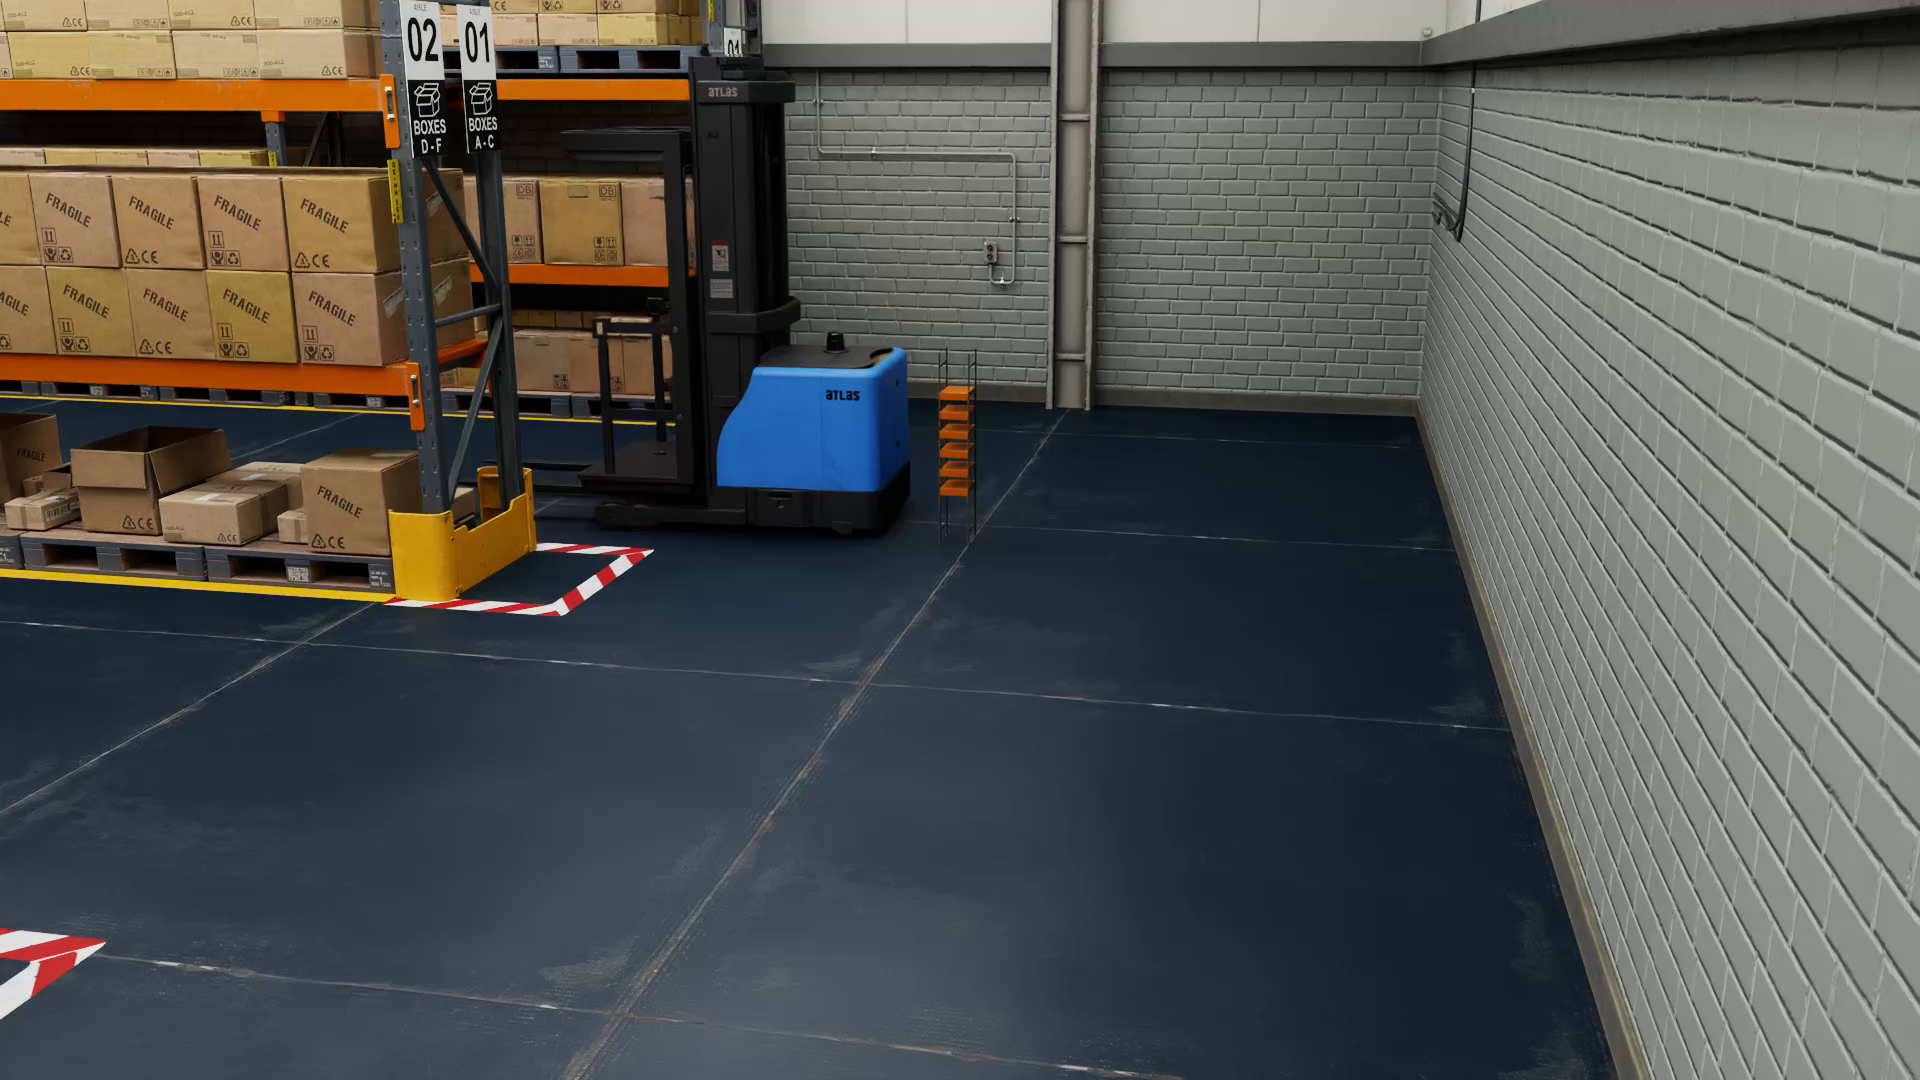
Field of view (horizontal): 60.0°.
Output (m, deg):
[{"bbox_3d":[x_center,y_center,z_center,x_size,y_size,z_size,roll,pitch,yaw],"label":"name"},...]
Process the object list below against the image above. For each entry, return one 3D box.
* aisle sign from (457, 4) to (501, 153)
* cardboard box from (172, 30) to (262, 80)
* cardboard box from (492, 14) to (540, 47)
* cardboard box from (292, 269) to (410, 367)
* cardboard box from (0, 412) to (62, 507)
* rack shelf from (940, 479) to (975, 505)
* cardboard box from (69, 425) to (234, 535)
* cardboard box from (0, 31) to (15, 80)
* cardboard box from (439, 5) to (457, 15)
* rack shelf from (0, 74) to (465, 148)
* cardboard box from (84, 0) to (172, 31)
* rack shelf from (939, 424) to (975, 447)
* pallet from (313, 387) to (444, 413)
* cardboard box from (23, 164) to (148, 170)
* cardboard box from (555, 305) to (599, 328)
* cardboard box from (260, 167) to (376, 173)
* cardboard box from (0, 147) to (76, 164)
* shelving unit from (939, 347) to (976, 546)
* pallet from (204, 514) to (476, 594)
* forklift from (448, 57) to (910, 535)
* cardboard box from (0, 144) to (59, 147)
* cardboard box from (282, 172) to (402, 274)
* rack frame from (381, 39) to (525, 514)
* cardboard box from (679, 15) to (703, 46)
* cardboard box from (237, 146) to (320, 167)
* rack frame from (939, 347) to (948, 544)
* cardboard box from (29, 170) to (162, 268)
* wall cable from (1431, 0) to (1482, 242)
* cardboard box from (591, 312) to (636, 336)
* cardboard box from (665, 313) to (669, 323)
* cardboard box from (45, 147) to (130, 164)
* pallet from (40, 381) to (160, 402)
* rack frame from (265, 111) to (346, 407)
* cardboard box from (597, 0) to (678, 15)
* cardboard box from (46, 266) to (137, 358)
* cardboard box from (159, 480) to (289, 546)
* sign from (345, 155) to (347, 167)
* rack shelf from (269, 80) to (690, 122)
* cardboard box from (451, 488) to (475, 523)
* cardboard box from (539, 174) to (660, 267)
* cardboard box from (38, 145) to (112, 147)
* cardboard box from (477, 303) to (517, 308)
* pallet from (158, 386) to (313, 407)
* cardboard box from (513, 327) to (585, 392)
[{"bbox_3d":[-2.693,-2.581,9.321,0.004,0.787,0.394,3,16,11],"label":"aisle sign"},{"bbox_3d":[-3.862,-2.616,8.980,0.500,0.250,0.500,3,16,11],"label":"cardboard box"},{"bbox_3d":[-3.627,-4.198,13.717,0.500,0.250,0.500,3,16,9],"label":"cardboard box"},{"bbox_3d":[-3.311,-1.256,9.220,0.500,0.500,0.500,4,16,13],"label":"cardboard box"},{"bbox_3d":[-6.123,-0.519,10.606,0.500,0.500,0.500,3,16,11],"label":"cardboard box"},{"bbox_3d":[-0.014,-0.305,10.411,0.180,0.103,0.258,3,16,11],"label":"rack shelf"},{"bbox_3d":[-4.896,-0.378,10.091,0.637,0.503,0.797,3,16,11],"label":"cardboard box"},{"bbox_3d":[-5.332,-2.696,9.268,0.500,0.250,0.500,3,16,11],"label":"cardboard box"},{"bbox_3d":[-4.122,-4.587,13.717,0.500,0.500,0.500,3,16,11],"label":"cardboard box"},{"bbox_3d":[-4.778,-2.460,9.484,4.000,0.370,1.077,3,16,11],"label":"rack shelf"},{"bbox_3d":[-4.352,-2.884,9.010,0.500,0.250,0.500,3,16,11],"label":"cardboard box"},{"bbox_3d":[-0.014,-0.652,10.314,0.180,0.103,0.258,3,16,11],"label":"rack shelf"},{"bbox_3d":[-5.025,-1.359,15.004,1.213,0.211,1.003,3,16,11],"label":"pallet"},{"bbox_3d":[-5.195,-1.985,9.980,0.500,0.500,0.500,3,16,12],"label":"cardboard box"},{"bbox_3d":[-3.370,-1.972,14.672,0.250,0.149,0.380,3,16,12],"label":"cardboard box"},{"bbox_3d":[-3.714,-1.904,9.685,0.500,0.500,0.500,3,16,12],"label":"cardboard box"},{"bbox_3d":[-8.263,-3.394,14.938,0.500,0.250,0.500,3,16,11],"label":"cardboard box"},{"bbox_3d":[-0.014,-0.579,10.335,0.189,1.200,0.258,3,16,11],"label":"shelving unit"},{"bbox_3d":[-3.674,0.043,9.943,1.213,0.211,1.003,3,16,11],"label":"pallet"},{"bbox_3d":[-1.904,-1.612,10.819,3.031,2.935,1.130,3,16,9],"label":"forklift"},{"bbox_3d":[-8.671,-3.555,15.518,0.500,0.250,0.500,3,16,9],"label":"cardboard box"},{"bbox_3d":[-3.309,-1.737,9.083,0.500,0.500,0.500,3,16,11],"label":"cardboard box"},{"bbox_3d":[-2.818,-1.255,9.404,0.127,3.000,1.000,3,16,11],"label":"rack frame"},{"bbox_3d":[-2.501,-4.278,14.005,0.500,0.250,0.500,4,16,14],"label":"cardboard box"},{"bbox_3d":[-6.154,-3.419,15.030,0.500,0.250,0.500,4,16,13],"label":"cardboard box"},{"bbox_3d":[-0.104,-0.584,10.352,0.006,1.200,0.240,3,16,11],"label":"rack frame"},{"bbox_3d":[-4.817,-1.817,9.373,0.500,0.500,0.500,4,16,13],"label":"cardboard box"},{"bbox_3d":[3.636,-3.552,12.273,0.112,2.526,3.097,3,16,11],"label":"wall cable"},{"bbox_3d":[-2.954,-1.845,14.215,0.250,0.149,0.380,4,16,13],"label":"cardboard box"},{"bbox_3d":[-2.378,-1.918,14.479,0.250,0.149,0.380,3,16,11],"label":"cardboard box"},{"bbox_3d":[-7.762,-3.368,14.846,0.500,0.250,0.500,3,16,10],"label":"cardboard box"},{"bbox_3d":[-7.725,-1.506,15.533,1.213,0.211,1.003,3,16,11],"label":"pallet"},{"bbox_3d":[-5.755,-2.764,14.851,0.127,3.000,1.000,3,16,11],"label":"rack frame"},{"bbox_3d":[-2.606,-4.504,13.416,0.500,0.500,0.500,3,16,11],"label":"cardboard box"},{"bbox_3d":[-4.802,-1.337,9.514,0.500,0.500,0.500,3,16,10],"label":"cardboard box"},{"bbox_3d":[-4.325,-0.165,9.795,0.500,0.250,0.500,3,16,11],"label":"cardboard box"},{"bbox_3d":[-5.646,-3.365,15.249,0.005,0.325,0.100,3,16,11],"label":"sign"},{"bbox_3d":[-3.795,-3.756,14.163,4.000,0.370,1.077,3,16,11],"label":"rack shelf"},{"bbox_3d":[-3.160,-0.205,10.131,0.250,0.149,0.380,3,16,11],"label":"cardboard box"},{"bbox_3d":[-3.052,-2.756,14.261,0.700,0.700,0.980,3,16,11],"label":"cardboard box"},{"bbox_3d":[-8.169,-3.526,15.417,0.500,0.250,0.500,3,16,10],"label":"cardboard box"},{"bbox_3d":[-4.122,-2.012,14.818,0.250,0.149,0.380,3,16,12],"label":"cardboard box"},{"bbox_3d":[-6.526,-1.441,15.300,1.213,0.211,1.003,3,16,11],"label":"pallet"},{"bbox_3d":[-3.524,-1.613,14.593,0.500,0.500,0.700,3,16,9],"label":"cardboard box"}]
